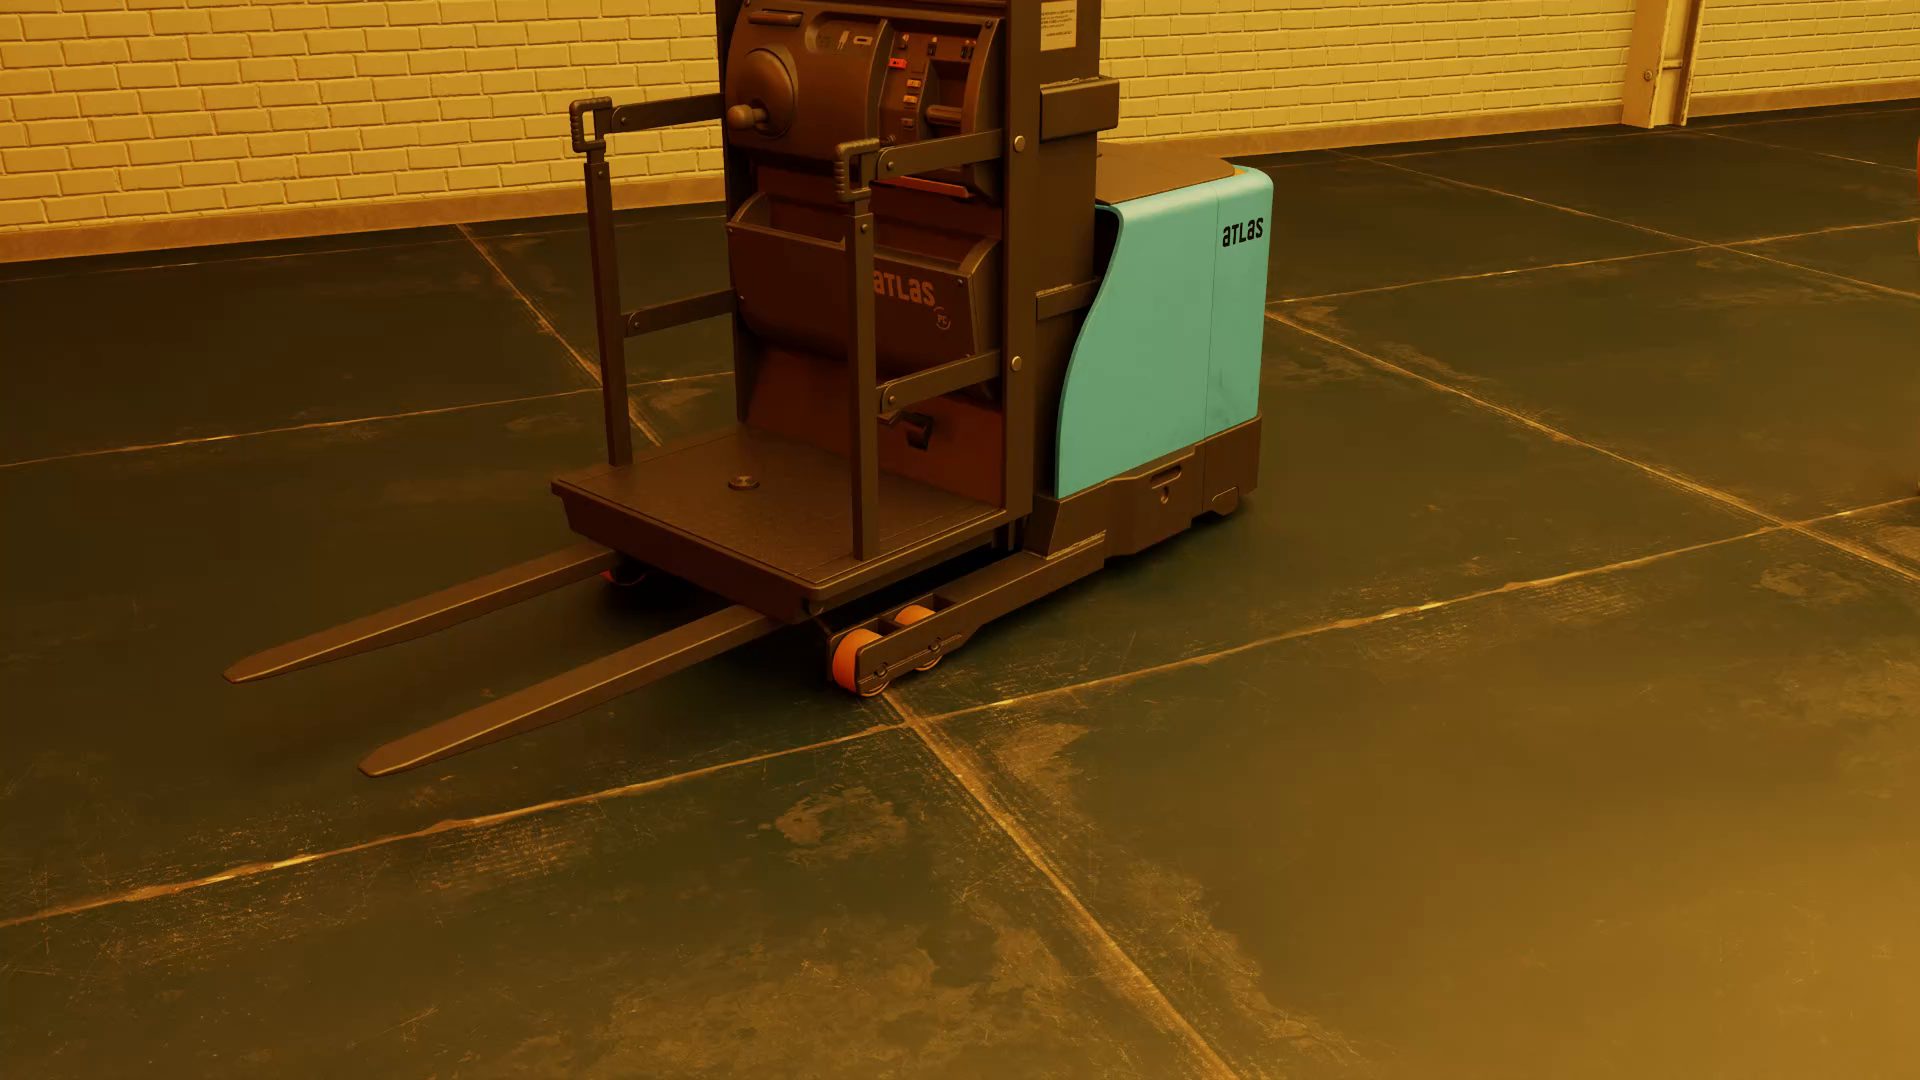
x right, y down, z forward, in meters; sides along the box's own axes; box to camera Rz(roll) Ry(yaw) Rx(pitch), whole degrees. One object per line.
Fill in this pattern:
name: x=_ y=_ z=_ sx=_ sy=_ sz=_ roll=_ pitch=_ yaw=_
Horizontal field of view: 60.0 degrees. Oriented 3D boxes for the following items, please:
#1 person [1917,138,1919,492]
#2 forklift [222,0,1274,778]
person: x=3.298 y=-0.949 z=5.118 sx=0.550 sy=1.729 sz=0.642 roll=-12 pitch=26 yaw=-27
forklift: x=-0.413 y=-1.182 z=4.131 sx=1.130 sy=2.935 sz=3.031 roll=19 pitch=29 yaw=39
